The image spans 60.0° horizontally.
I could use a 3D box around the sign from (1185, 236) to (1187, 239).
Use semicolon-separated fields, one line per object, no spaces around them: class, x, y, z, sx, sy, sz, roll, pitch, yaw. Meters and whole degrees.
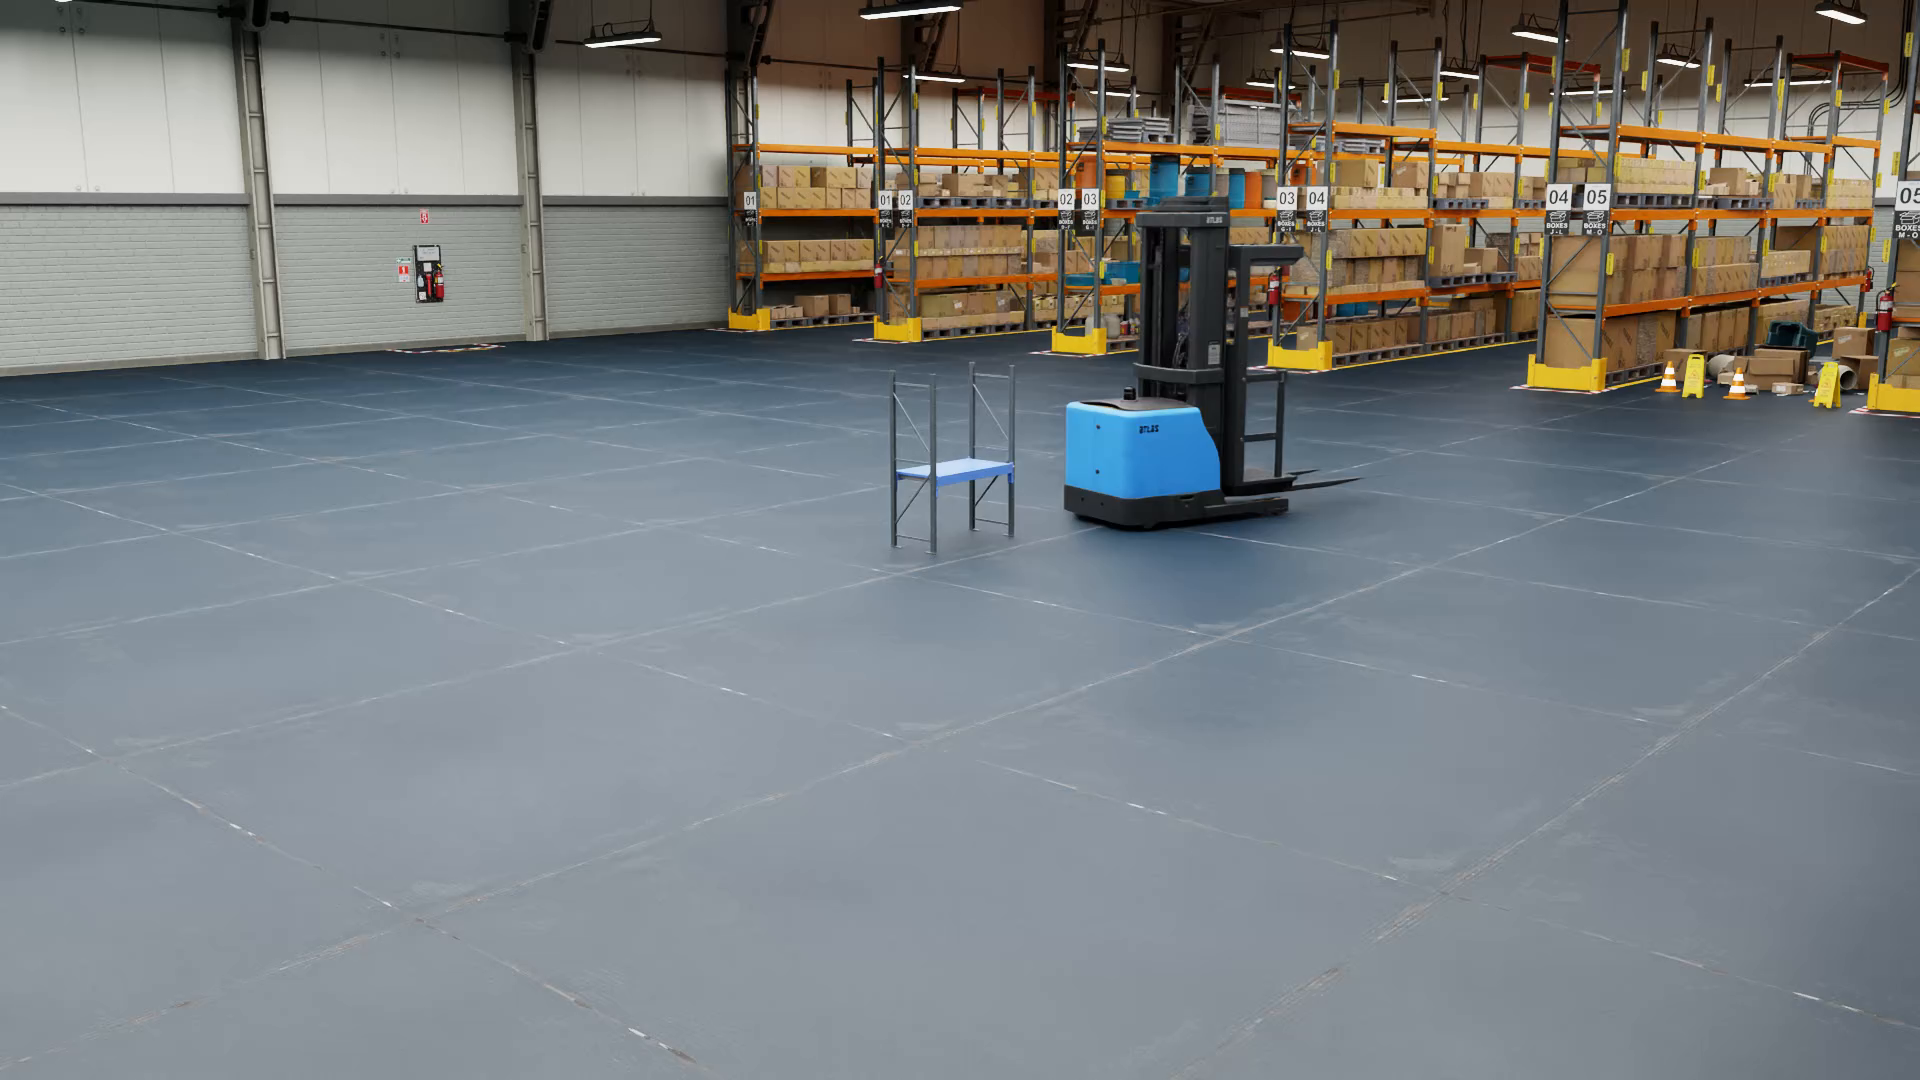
sign;6.156;-8.120;45.248;0.100;0.325;0.005;10;15;40

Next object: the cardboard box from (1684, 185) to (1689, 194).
cardboard box;12.219;-5.983;28.412;0.380;0.149;0.250;10;15;41

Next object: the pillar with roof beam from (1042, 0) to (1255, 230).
pillar with roof beam;5.891;-10.867;45.892;9.100;9.000;0.548;10;15;40

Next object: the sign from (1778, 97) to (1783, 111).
sign;17.271;-9.201;34.964;0.100;0.325;0.005;10;15;40

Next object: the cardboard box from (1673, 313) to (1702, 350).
cardboard box;12.728;-3.718;30.088;1.050;0.750;0.750;10;15;40

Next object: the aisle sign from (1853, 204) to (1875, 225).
aisle sign;20.580;-7.524;37.838;0.394;0.787;0.004;10;15;40

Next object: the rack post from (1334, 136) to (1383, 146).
rack post;9.707;-9.771;40.597;0.937;0.300;0.954;9;15;39

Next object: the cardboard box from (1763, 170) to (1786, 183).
cardboard box;15.979;-7.138;32.674;0.396;0.266;0.258;10;15;40

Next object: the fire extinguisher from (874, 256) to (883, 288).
fire extinguisher;-1.780;-5.866;36.369;0.296;0.674;0.183;10;15;40

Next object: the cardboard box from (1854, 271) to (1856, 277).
cardboard box;19.957;-5.999;37.481;0.380;0.149;0.250;10;15;40

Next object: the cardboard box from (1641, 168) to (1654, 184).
cardboard box;10.923;-5.909;27.024;0.500;0.250;0.500;10;15;40

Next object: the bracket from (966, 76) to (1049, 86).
bracket;0.938;-12.700;45.880;0.076;0.066;4.783;10;15;40

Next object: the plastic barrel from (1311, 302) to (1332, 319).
plastic barrel;8.702;-5.661;40.230;0.600;0.588;0.708;10;15;40

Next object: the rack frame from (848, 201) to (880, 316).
rack frame;-2.436;-7.090;42.298;1.000;3.000;0.127;10;15;40

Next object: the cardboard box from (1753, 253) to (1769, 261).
cardboard box;15.652;-5.558;32.680;0.380;0.149;0.250;9;15;39

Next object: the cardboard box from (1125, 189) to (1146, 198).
cardboard box;4.191;-8.627;42.080;0.910;0.500;0.500;10;15;40

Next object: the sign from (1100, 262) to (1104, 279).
sign;2.776;-5.284;32.552;0.100;0.325;0.005;10;15;40

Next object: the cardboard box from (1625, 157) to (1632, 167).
cardboard box;10.371;-5.962;26.273;0.380;0.149;0.250;10;15;41

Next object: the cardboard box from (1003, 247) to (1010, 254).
cardboard box;0.933;-6.674;38.306;0.380;0.149;0.250;9;15;39

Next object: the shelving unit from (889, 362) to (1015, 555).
shelving unit;-0.056;-0.723;14.251;0.538;1.500;1.048;10;15;40

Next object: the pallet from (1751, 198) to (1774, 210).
pallet;14.641;-6.377;31.556;1.213;0.211;1.003;11;16;43

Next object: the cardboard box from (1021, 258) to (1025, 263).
cardboard box;1.600;-7.810;46.496;0.380;0.149;0.250;10;15;41

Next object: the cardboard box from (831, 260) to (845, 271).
cardboard box;-3.177;-6.769;41.023;0.500;0.250;0.500;10;15;40

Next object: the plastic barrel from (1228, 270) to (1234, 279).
plastic barrel;5.802;-5.988;36.434;0.433;0.535;0.433;0;11;0

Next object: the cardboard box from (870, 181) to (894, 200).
cardboard box;-2.015;-8.886;42.304;0.500;0.500;0.500;-9;15;-39

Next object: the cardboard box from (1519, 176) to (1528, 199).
cardboard box;11.715;-7.583;35.776;0.797;0.503;0.637;11;16;44

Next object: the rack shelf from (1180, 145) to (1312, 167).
rack shelf;6.326;-8.496;36.880;1.077;0.370;4.000;10;15;40

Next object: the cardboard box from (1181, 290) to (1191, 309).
cardboard box;5.794;-6.362;43.912;0.500;0.500;0.500;10;15;41

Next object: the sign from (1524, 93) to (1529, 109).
sign;11.781;-9.127;34.594;0.100;0.325;0.005;10;15;40

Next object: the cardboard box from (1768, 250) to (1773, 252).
cardboard box;16.881;-6.023;35.010;0.380;0.149;0.250;10;15;42

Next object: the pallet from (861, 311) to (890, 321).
pallet;-1.923;-5.837;43.145;1.003;0.211;1.213;10;15;40

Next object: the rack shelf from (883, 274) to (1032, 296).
rack shelf;-0.033;-5.803;37.691;1.077;0.370;4.000;10;15;40

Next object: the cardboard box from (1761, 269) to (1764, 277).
cardboard box;15.473;-5.223;32.522;0.380;0.149;0.250;10;15;40

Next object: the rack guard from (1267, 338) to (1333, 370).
rack guard;6.136;-3.365;30.033;1.175;0.500;0.348;10;15;40

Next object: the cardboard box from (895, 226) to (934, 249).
cardboard box;-1.000;-6.621;36.385;0.700;0.500;0.500;10;15;41

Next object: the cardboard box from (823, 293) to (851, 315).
cardboard box;-3.091;-5.922;41.709;0.500;0.500;0.500;8;14;36

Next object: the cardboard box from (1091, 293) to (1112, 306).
cardboard box;3.429;-5.985;41.281;0.500;0.311;0.500;9;15;39

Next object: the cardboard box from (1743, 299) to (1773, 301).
cardboard box;16.630;-4.884;34.649;0.500;0.250;0.500;10;15;42

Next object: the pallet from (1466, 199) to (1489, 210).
pallet;9.896;-6.777;33.555;1.213;0.211;1.003;10;15;40

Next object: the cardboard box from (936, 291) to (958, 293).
cardboard box;-0.242;-5.426;38.003;0.500;0.500;0.500;10;15;40

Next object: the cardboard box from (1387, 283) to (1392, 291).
cardboard box;7.943;-4.798;31.466;0.380;0.149;0.250;10;15;40

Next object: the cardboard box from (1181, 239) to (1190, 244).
cardboard box;5.681;-7.732;44.184;0.500;0.500;0.700;-9;15;-39

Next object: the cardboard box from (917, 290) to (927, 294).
cardboard box;-1.292;-6.342;43.815;0.700;0.500;0.500;10;15;41

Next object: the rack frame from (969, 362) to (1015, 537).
rack frame;0.279;-0.798;14.625;0.500;1.500;0.032;10;15;40

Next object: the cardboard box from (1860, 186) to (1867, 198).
cardboard box;19.857;-7.744;37.023;0.500;0.250;0.500;9;15;39

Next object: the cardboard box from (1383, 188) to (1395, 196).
cardboard box;7.863;-6.482;30.960;0.380;0.149;0.250;11;16;43

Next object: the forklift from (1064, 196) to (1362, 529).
forklift;2.494;-1.729;15.636;3.031;2.935;1.130;-7;13;-31

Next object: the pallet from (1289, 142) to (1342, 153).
pallet;8.146;-9.153;38.813;1.213;0.211;1.003;10;15;40

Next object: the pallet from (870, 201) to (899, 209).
pallet;-1.948;-8.546;42.408;1.213;0.211;1.003;10;15;40

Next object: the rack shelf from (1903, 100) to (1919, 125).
rack shelf;14.850;-6.180;24.274;1.077;0.370;4.000;10;15;40

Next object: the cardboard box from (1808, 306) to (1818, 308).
cardboard box;19.060;-5.181;37.429;0.380;0.149;0.250;11;15;43

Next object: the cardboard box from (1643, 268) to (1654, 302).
cardboard box;11.085;-4.291;27.903;0.875;0.550;0.500;10;15;40

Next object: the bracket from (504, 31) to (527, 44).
bracket;-9.232;-10.433;34.532;0.235;0.232;0.430;10;15;40
